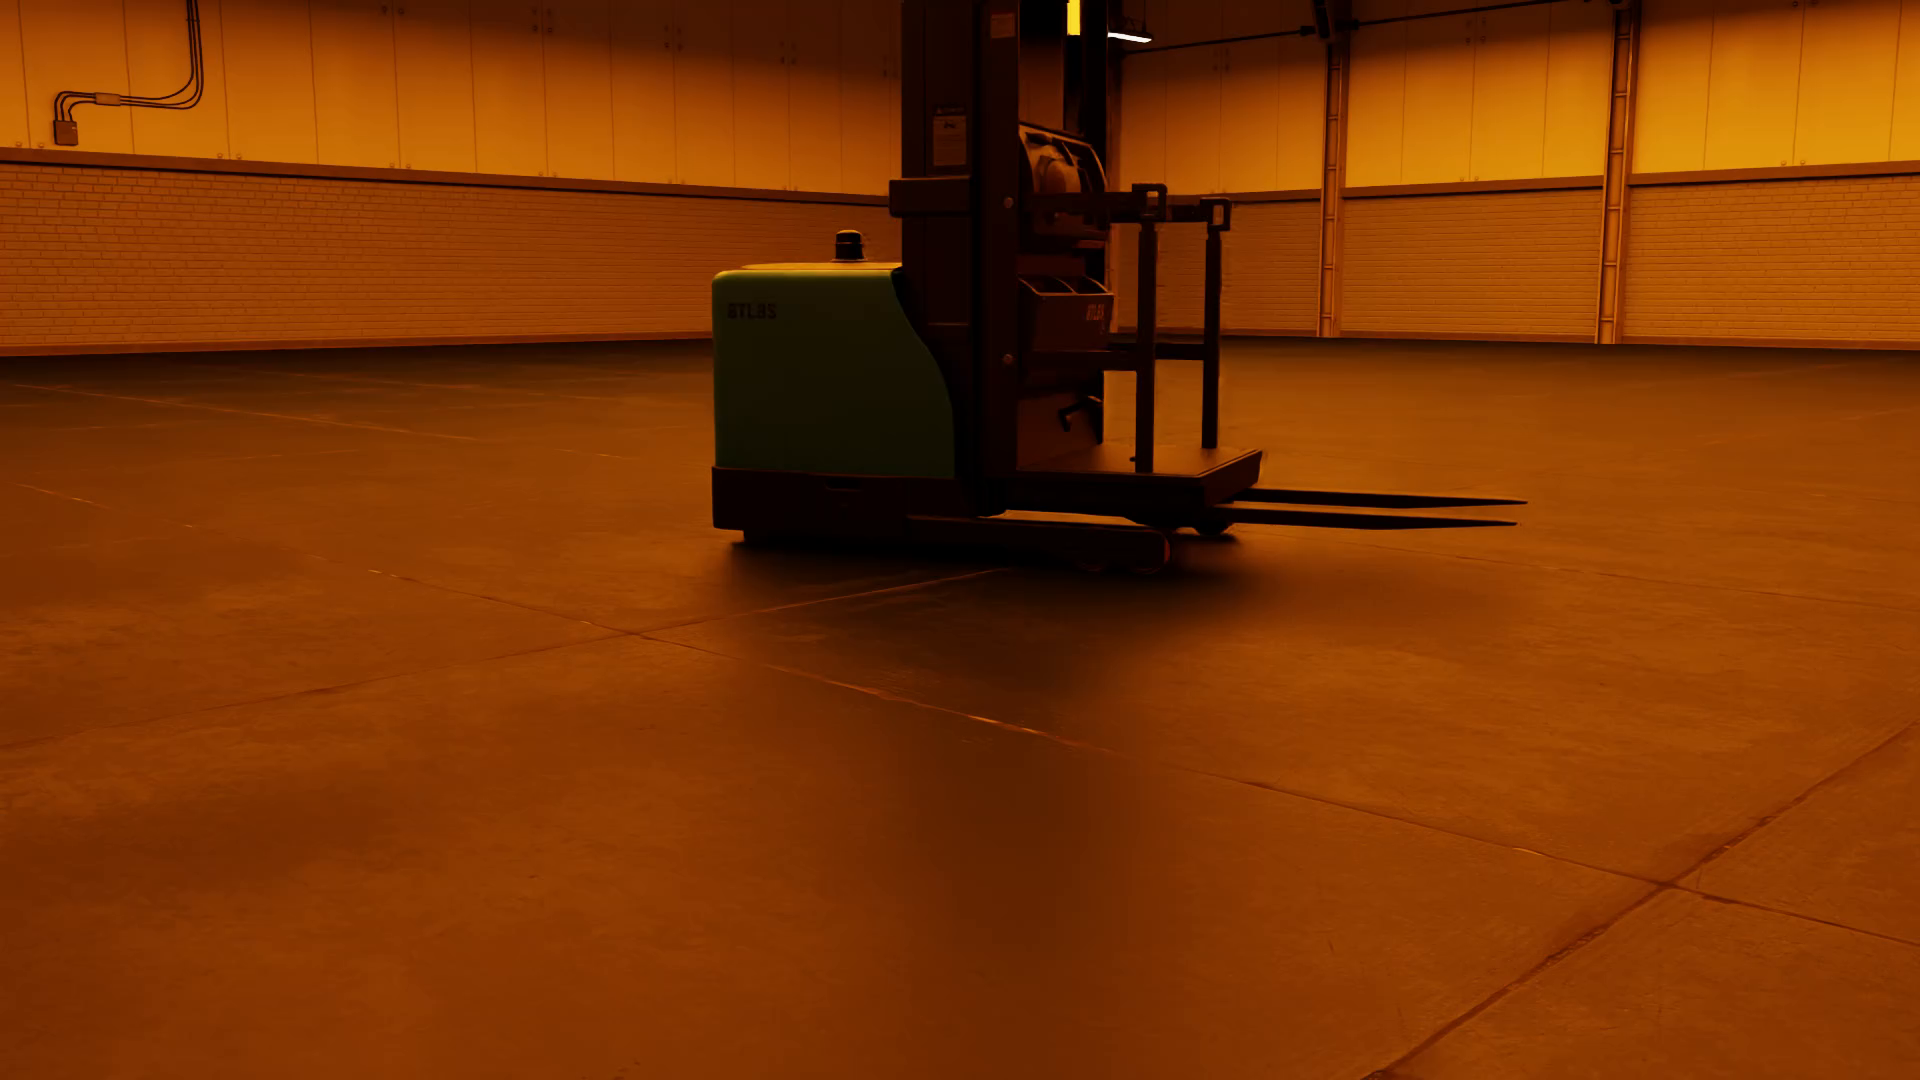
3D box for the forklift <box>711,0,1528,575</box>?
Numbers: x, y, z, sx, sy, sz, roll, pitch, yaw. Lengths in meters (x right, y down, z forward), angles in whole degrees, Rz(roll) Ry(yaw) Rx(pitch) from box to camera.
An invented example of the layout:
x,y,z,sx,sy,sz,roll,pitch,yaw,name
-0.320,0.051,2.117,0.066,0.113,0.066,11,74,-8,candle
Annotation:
x,y,z,sx,sy,sz,roll,pitch,yaw,name
0.588,-1.414,6.266,3.031,2.935,1.130,3,9,22,forklift
